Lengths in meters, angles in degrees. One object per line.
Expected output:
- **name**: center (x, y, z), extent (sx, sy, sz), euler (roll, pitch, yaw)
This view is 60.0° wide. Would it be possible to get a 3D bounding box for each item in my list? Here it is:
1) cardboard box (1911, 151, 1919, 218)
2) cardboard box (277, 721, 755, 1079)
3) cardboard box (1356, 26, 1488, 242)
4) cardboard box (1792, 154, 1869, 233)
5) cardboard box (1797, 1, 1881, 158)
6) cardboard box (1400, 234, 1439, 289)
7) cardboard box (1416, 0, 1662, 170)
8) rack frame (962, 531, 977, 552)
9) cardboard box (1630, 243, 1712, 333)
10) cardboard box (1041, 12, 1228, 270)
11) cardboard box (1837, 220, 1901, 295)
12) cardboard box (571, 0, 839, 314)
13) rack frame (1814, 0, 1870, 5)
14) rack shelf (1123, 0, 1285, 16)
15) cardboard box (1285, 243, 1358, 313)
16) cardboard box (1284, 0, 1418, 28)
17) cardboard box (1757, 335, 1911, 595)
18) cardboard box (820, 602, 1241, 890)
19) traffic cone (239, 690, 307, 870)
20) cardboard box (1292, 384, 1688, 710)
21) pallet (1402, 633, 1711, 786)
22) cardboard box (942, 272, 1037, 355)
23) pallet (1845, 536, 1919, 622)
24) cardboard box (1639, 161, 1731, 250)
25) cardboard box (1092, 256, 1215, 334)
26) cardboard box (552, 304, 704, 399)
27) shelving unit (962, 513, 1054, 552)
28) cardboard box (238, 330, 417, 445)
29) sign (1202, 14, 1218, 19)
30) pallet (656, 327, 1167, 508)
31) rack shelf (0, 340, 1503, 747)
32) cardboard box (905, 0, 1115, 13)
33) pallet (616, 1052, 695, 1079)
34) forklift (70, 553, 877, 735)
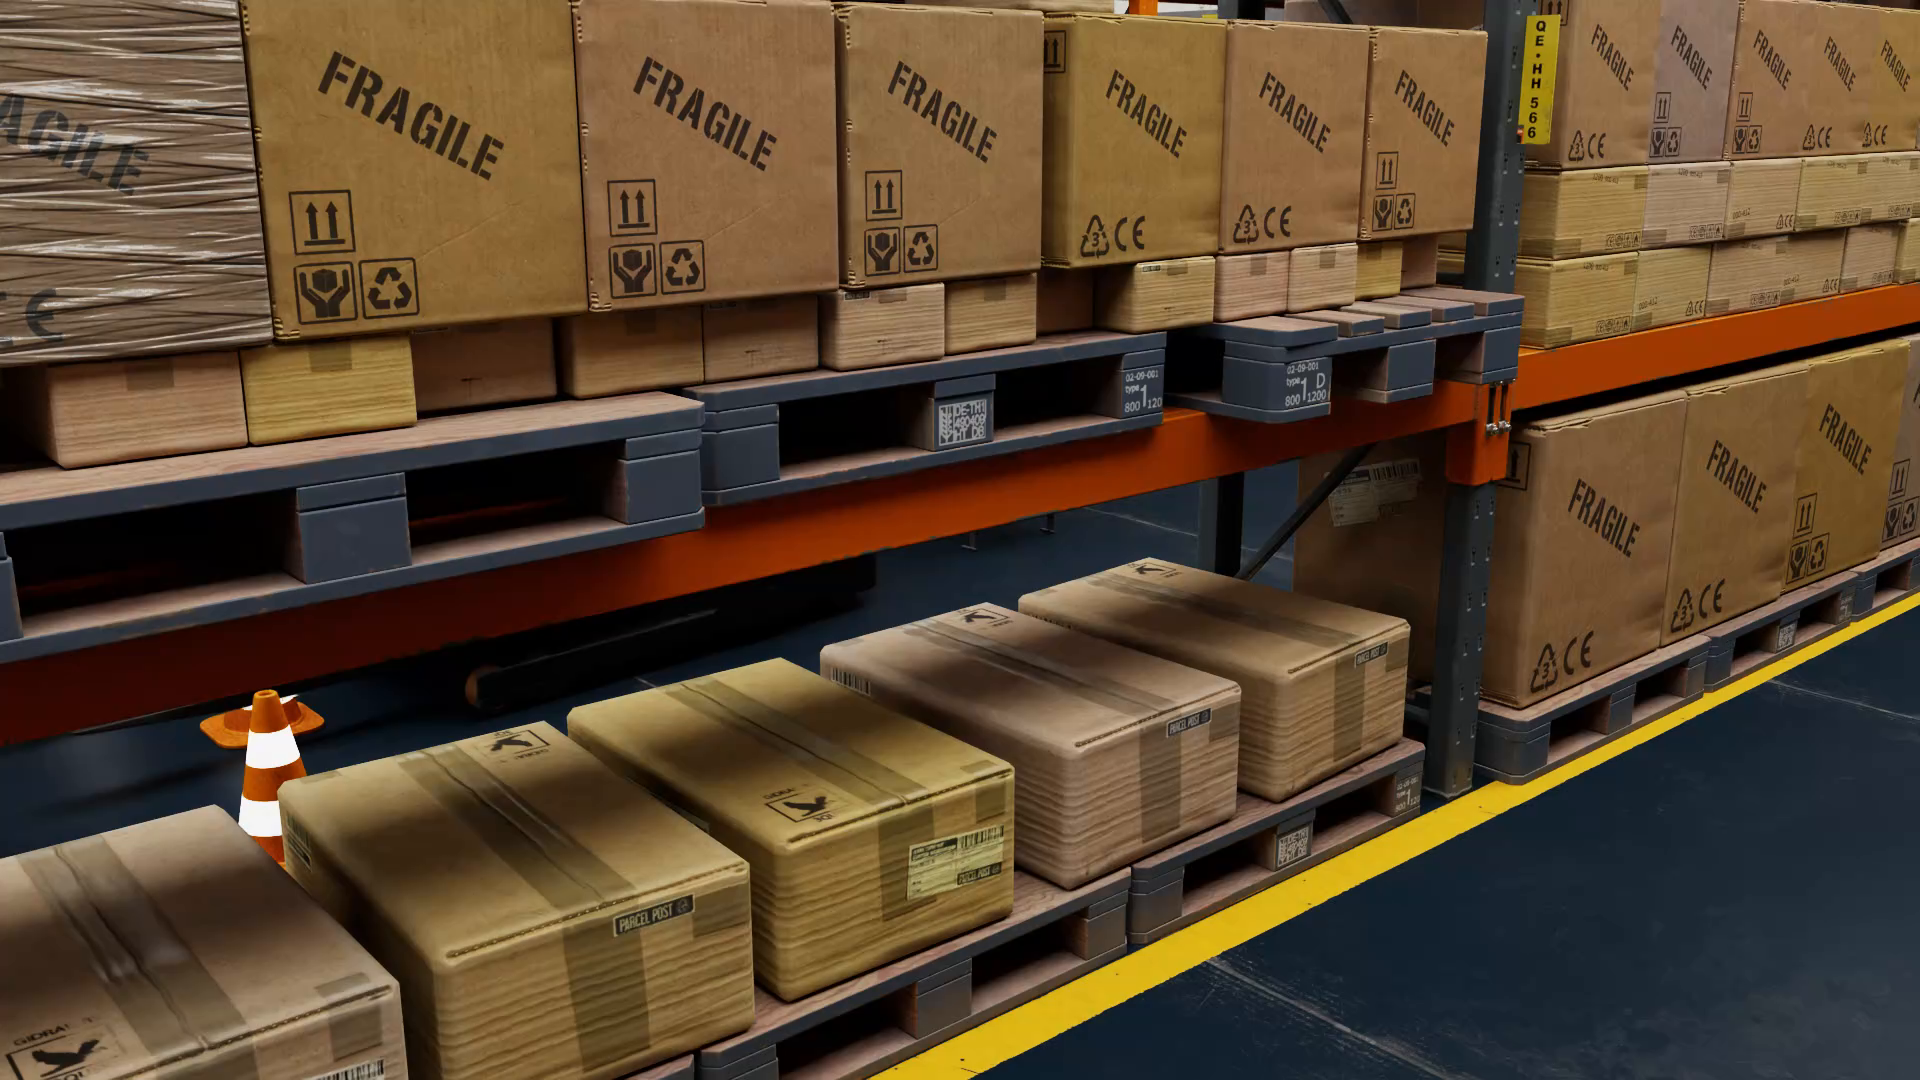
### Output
- **cardboard box**: center (3.622, -1.427, 6.601), extent (0.500, 0.250, 0.500), euler (-12, 19, -38)
- **cardboard box**: center (-0.934, 0.744, 3.430), extent (0.625, 0.372, 0.950), euler (-11, 19, -36)
- **cardboard box**: center (0.989, -1.052, 4.293), extent (0.500, 0.500, 0.500), euler (-13, 20, -41)
- **cardboard box**: center (2.860, -1.248, 5.931), extent (0.500, 0.250, 0.500), euler (-12, 19, -38)
- **cardboard box**: center (2.833, -1.611, 5.838), extent (0.500, 0.500, 0.500), euler (-12, 19, -38)
- **cardboard box**: center (1.057, -0.769, 4.488), extent (0.250, 0.149, 0.380), euler (-12, 19, -37)
- **cardboard box**: center (1.682, -1.356, 4.882), extent (0.500, 0.500, 0.500), euler (-14, 20, -41)
- **rack frame**: center (-0.059, -1.001, 7.429), extent (0.015, 2.100, 0.400), euler (-13, 19, -39)
- **cardboard box**: center (2.060, -0.840, 5.374), extent (0.500, 0.250, 0.500), euler (-13, 20, -41)
- **cardboard box**: center (0.226, -0.877, 3.636), extent (0.500, 0.500, 0.500), euler (-14, 21, -43)
- **cardboard box**: center (3.216, -1.101, 6.349), extent (0.500, 0.250, 0.500), euler (-13, 20, -41)
- **cardboard box**: center (-0.567, -0.695, 2.957), extent (0.500, 0.500, 0.500), euler (-13, 20, -40)
- **rack frame**: center (4.167, -1.466, 7.426), extent (0.127, 3.000, 1.000), euler (-13, 19, -39)
- **rack shelf**: center (2.350, -3.853, 11.944), extent (4.000, 0.370, 1.077), euler (-13, 19, -39)
- **cardboard box**: center (0.741, -0.658, 4.073), extent (0.250, 0.149, 0.380), euler (-13, 20, -40)
- **cardboard box**: center (1.368, -1.458, 5.266), extent (0.500, 0.500, 0.500), euler (-13, 20, -41)
- **cardboard box**: center (3.076, -0.367, 6.616), extent (0.875, 0.875, 0.875), euler (-12, 19, -38)
- **cardboard box**: center (0.165, 0.499, 4.349), extent (0.625, 0.372, 0.950), euler (-13, 20, -40)
- **traffic cone**: center (-1.851, 0.632, 4.486), extent (0.334, 0.463, 0.336), euler (-13, 19, -39)
- **cardboard box**: center (1.725, -0.066, 5.486), extent (0.875, 0.875, 0.875), euler (-13, 20, -40)
- **pallet**: center (1.794, 0.440, 5.694), extent (1.213, 0.211, 1.003), euler (-13, 19, -39)
- **cardboard box**: center (-0.060, -0.491, 3.447), extent (0.250, 0.149, 0.380), euler (-13, 20, -41)
- **pallet**: center (3.635, 0.027, 7.241), extent (1.213, 0.211, 1.003), euler (-13, 19, -39)
- **cardboard box**: center (2.085, -1.083, 5.312), extent (0.500, 0.250, 0.500), euler (-12, 19, -38)
- **cardboard box**: center (0.348, -0.567, 3.734), extent (0.250, 0.149, 0.380), euler (-12, 19, -38)
- **cardboard box**: center (-0.664, -0.363, 2.971), extent (0.250, 0.149, 0.380), euler (-12, 19, -39)
- **shelving unit**: center (0.125, -1.042, 7.584), extent (0.503, 2.100, 0.431), euler (-13, 19, -39)
- **cardboard box**: center (-1.049, -0.265, 2.603), extent (0.250, 0.149, 0.380), euler (-12, 19, -38)
- **sign**: center (0.783, -1.455, 5.142), extent (0.005, 0.325, 0.100), euler (-13, 19, -39)
- **pallet**: center (-0.317, -0.352, 3.628), extent (1.213, 0.211, 1.003), euler (-13, 19, -39)
- **rack shelf**: center (-0.359, -0.102, 3.713), extent (4.000, 0.370, 1.077), euler (-13, 19, -39)
- **cardboard box**: center (0.101, -1.165, 3.457), extent (0.250, 0.149, 0.380), euler (-14, 20, -42)
- **pallet**: center (-1.282, 1.104, 3.207), extent (1.213, 0.211, 1.003), euler (-13, 19, -39)
- **forklift**: center (-1.730, -0.982, 5.745), extent (1.130, 2.935, 3.031), euler (14, 20, 43)
